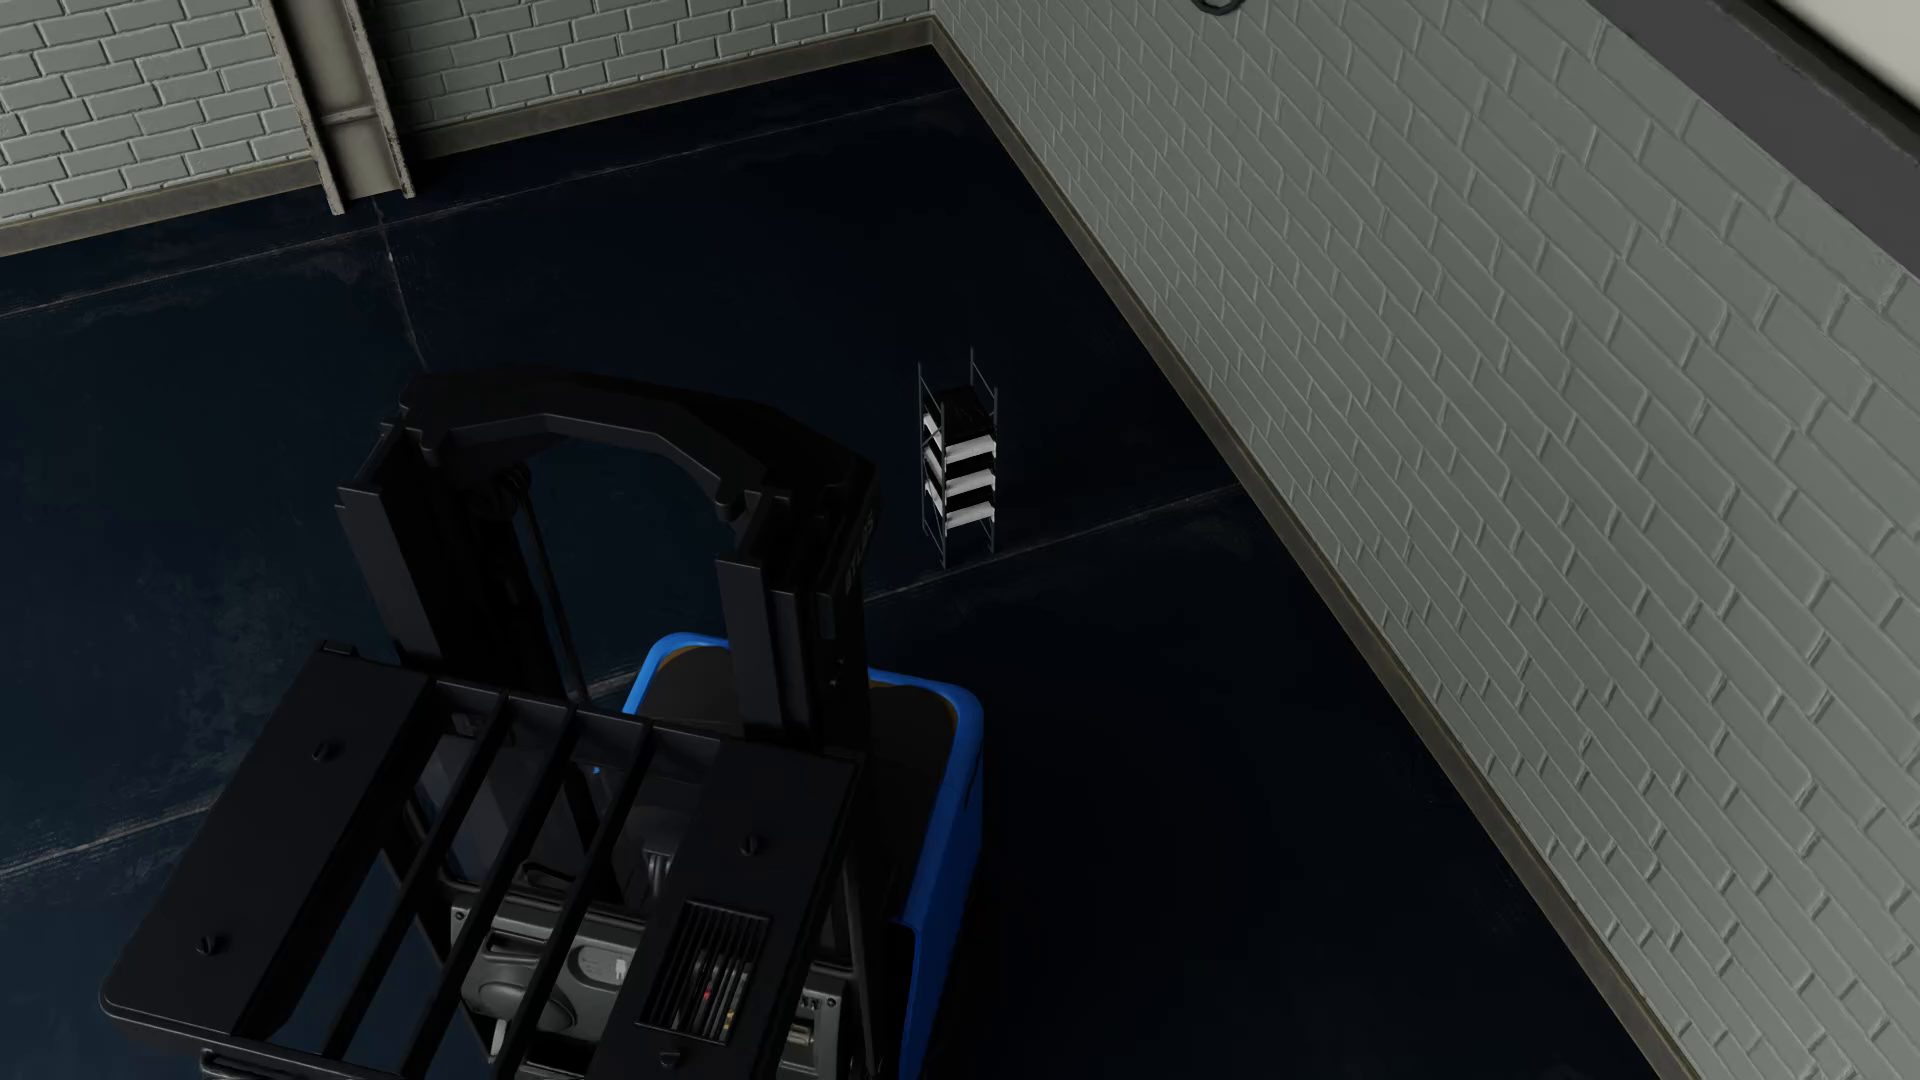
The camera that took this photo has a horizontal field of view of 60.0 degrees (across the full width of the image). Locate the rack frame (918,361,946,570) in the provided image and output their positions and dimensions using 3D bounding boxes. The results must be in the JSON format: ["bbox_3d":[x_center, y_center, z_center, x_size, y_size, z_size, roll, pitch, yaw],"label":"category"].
[{"bbox_3d":[-0.102,-0.262,6.222,0.006,0.900,0.240,-17,52,-14],"label":"rack frame"}]

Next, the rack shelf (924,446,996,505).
[{"bbox_3d":[-0.008,-0.269,6.273,0.200,0.077,0.258,-17,52,-14],"label":"rack shelf"}]

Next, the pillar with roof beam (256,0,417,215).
[{"bbox_3d":[-1.230,-1.618,2.049,0.400,9.000,9.100,-17,52,-14],"label":"pillar with roof beam"}]

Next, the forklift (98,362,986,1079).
[{"bbox_3d":[-0.765,1.178,3.647,1.130,2.935,3.031,11,50,9],"label":"forklift"}]

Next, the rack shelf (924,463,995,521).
[{"bbox_3d":[-0.008,-0.210,6.341,0.200,0.077,0.258,-17,52,-14],"label":"rack shelf"}]

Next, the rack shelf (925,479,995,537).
[{"bbox_3d":[-0.008,-0.152,6.409,0.200,0.077,0.258,-17,52,-14],"label":"rack shelf"}]

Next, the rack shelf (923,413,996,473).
[{"bbox_3d":[-0.008,-0.386,6.136,0.200,0.077,0.258,-17,52,-14],"label":"rack shelf"}]

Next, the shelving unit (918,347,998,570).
[{"bbox_3d":[-0.008,-0.291,6.247,0.210,0.900,0.258,-17,52,-14],"label":"shelving unit"}]

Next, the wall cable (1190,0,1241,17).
[{"bbox_3d":[0.369,-3.546,5.751,0.112,2.526,3.097,-17,52,-14],"label":"wall cable"}]

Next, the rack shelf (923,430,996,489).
[{"bbox_3d":[-0.008,-0.328,6.204,0.200,0.077,0.258,-17,52,-14],"label":"rack shelf"}]

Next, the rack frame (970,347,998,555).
[{"bbox_3d":[0.087,-0.320,6.272,0.006,0.900,0.240,-17,52,-14],"label":"rack frame"}]

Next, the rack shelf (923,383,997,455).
[{"bbox_3d":[-0.008,-0.445,6.068,0.200,0.077,0.258,-17,52,-14],"label":"rack shelf"}]
